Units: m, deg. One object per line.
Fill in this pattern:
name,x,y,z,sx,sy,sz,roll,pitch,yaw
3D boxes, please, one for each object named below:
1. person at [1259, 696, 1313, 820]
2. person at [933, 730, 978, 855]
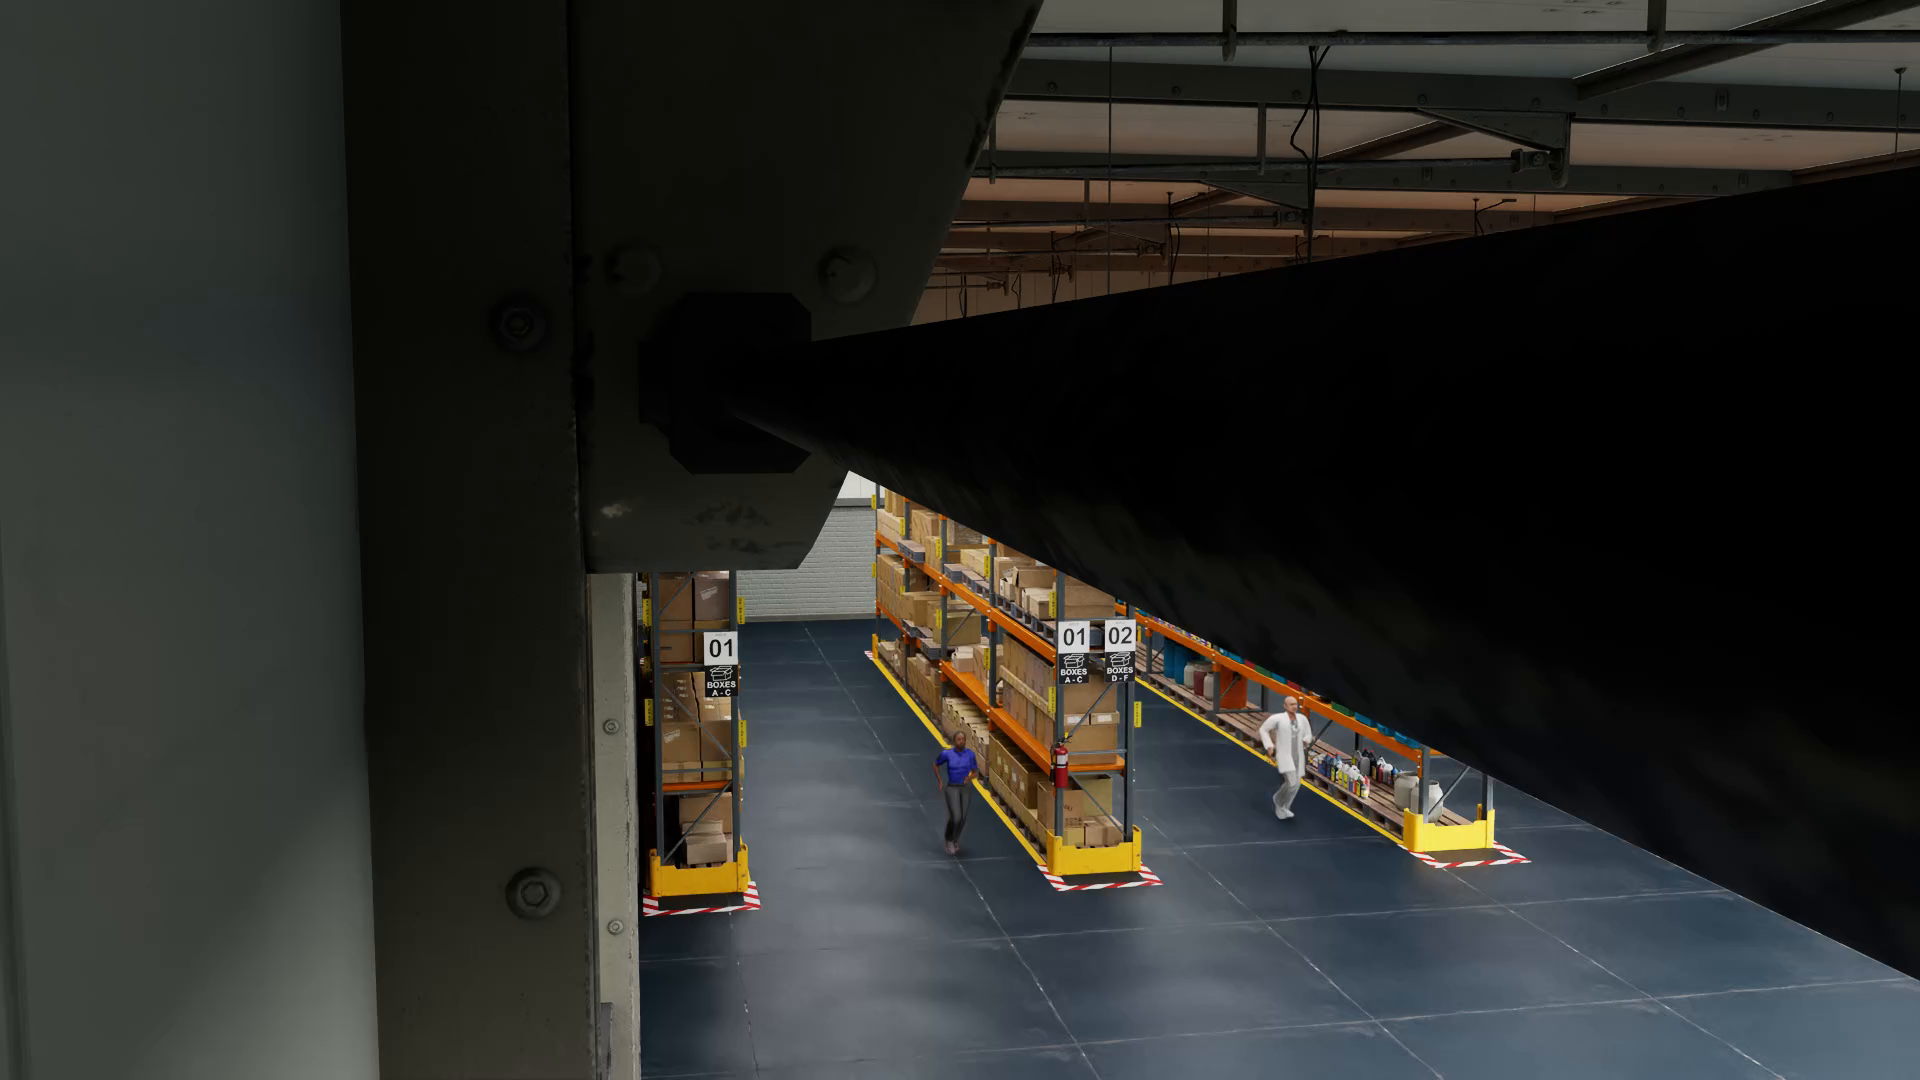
person,4.626,3.062,23.278,0.685,1.747,0.712,-2,6,-19
person,-0.027,3.292,21.670,0.540,1.632,0.652,-2,6,-18
